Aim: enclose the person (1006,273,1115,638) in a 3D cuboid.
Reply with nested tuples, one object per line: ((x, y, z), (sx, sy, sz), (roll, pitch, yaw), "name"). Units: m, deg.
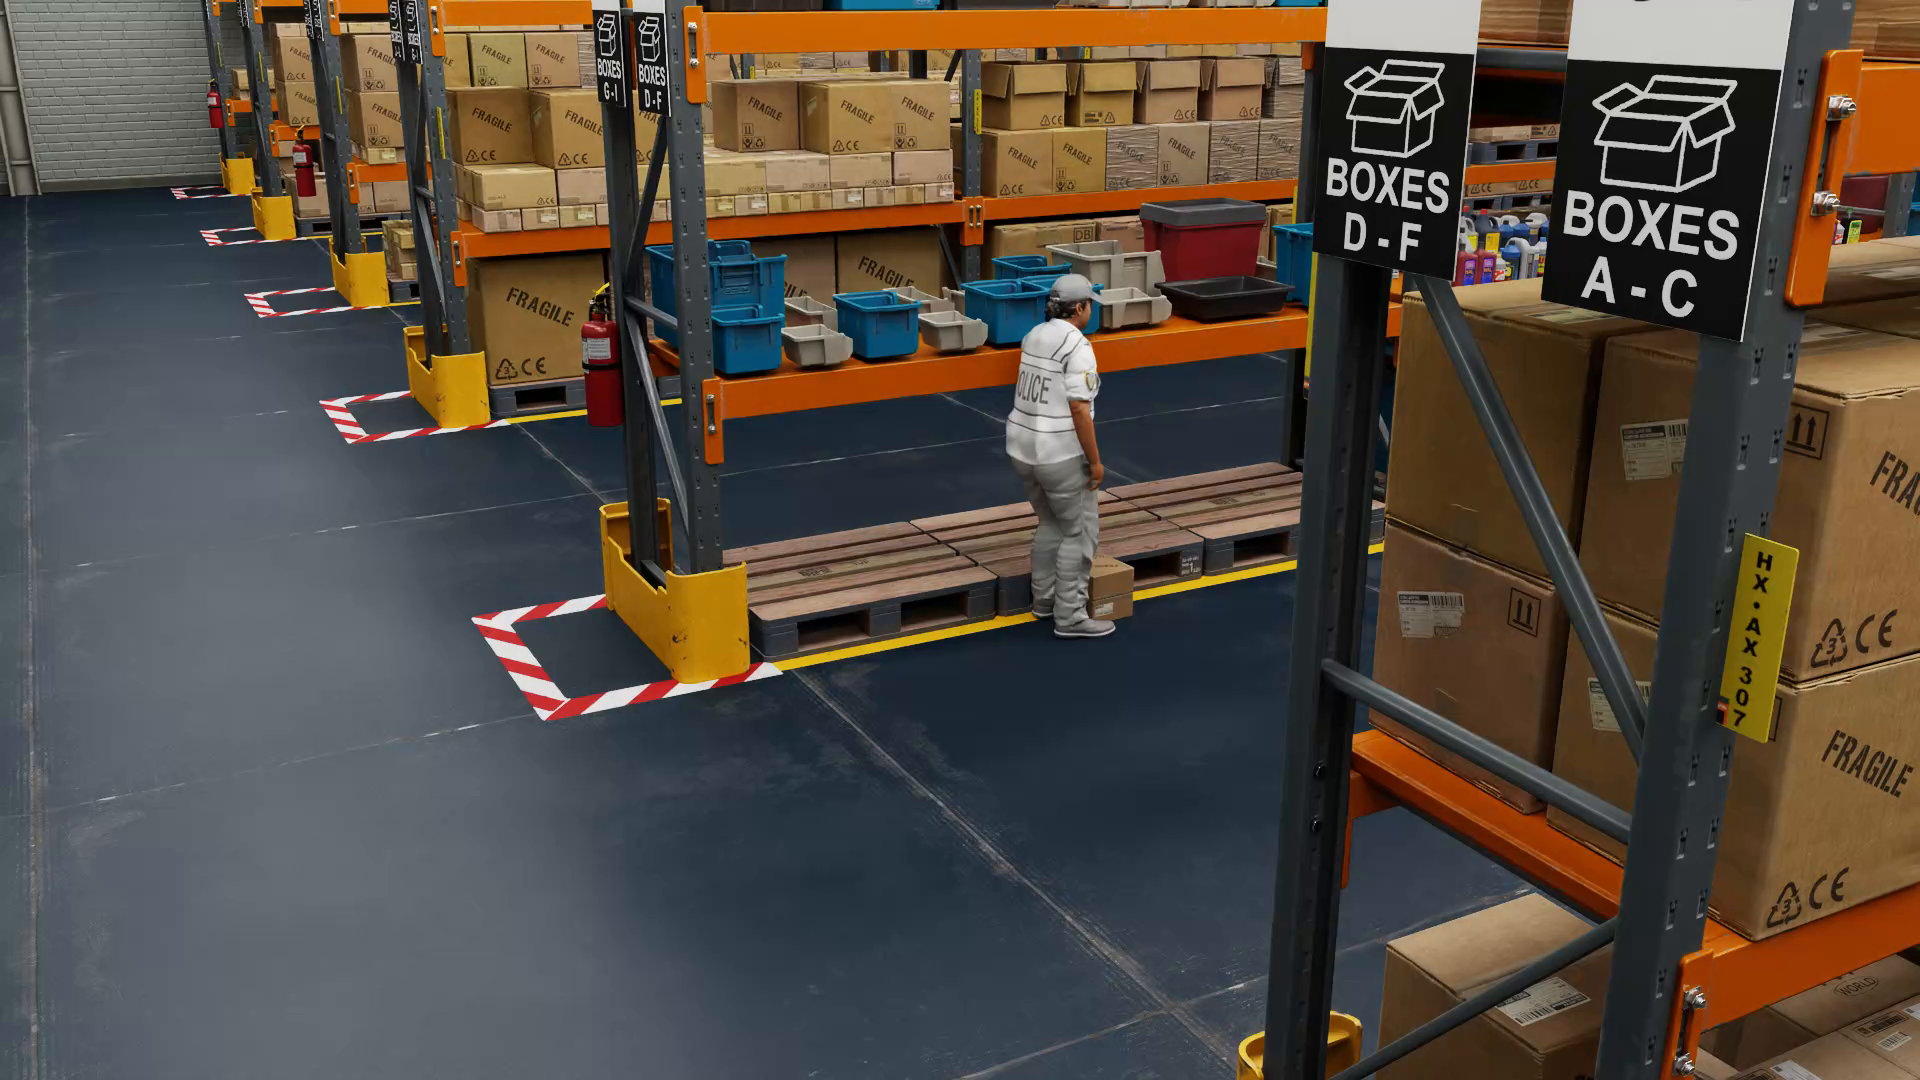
((0.479, -0.396, 7.725), (0.466, 1.667, 0.560), (-11, 21, -30), "person")
